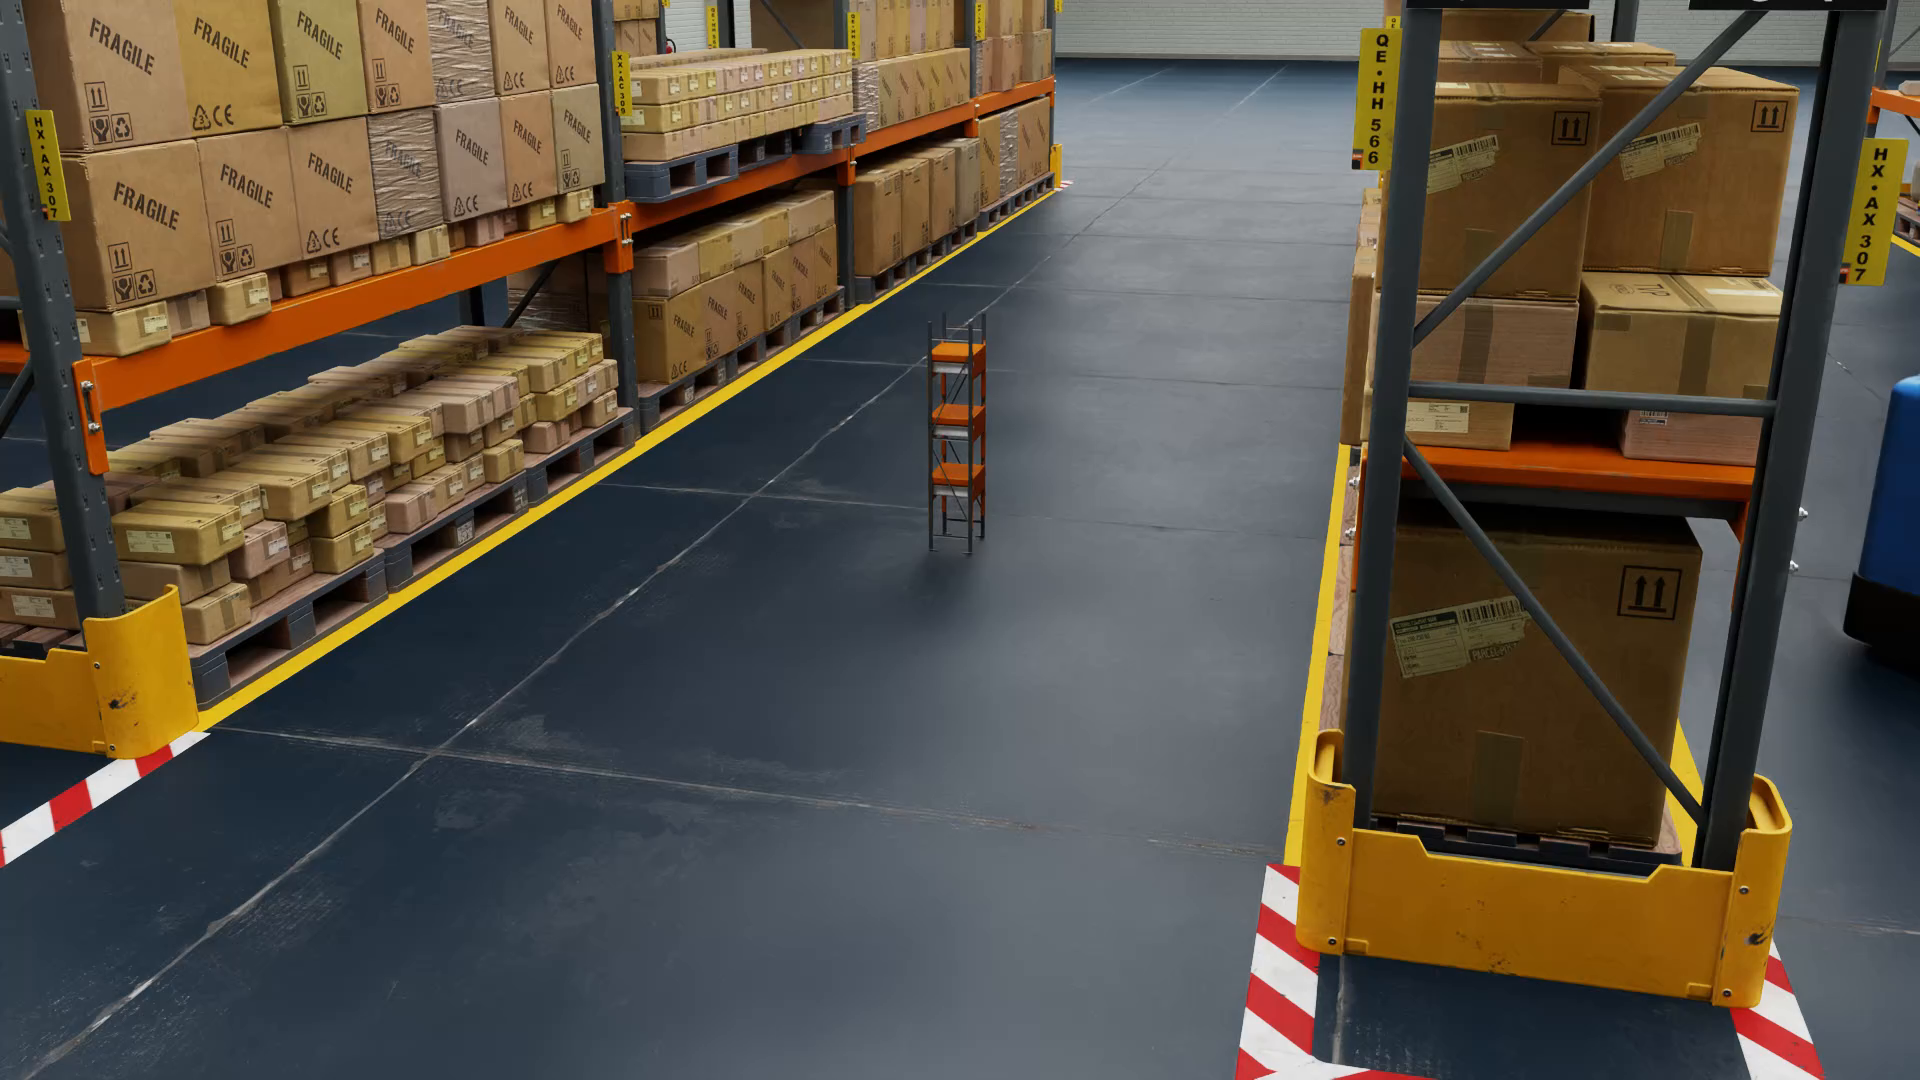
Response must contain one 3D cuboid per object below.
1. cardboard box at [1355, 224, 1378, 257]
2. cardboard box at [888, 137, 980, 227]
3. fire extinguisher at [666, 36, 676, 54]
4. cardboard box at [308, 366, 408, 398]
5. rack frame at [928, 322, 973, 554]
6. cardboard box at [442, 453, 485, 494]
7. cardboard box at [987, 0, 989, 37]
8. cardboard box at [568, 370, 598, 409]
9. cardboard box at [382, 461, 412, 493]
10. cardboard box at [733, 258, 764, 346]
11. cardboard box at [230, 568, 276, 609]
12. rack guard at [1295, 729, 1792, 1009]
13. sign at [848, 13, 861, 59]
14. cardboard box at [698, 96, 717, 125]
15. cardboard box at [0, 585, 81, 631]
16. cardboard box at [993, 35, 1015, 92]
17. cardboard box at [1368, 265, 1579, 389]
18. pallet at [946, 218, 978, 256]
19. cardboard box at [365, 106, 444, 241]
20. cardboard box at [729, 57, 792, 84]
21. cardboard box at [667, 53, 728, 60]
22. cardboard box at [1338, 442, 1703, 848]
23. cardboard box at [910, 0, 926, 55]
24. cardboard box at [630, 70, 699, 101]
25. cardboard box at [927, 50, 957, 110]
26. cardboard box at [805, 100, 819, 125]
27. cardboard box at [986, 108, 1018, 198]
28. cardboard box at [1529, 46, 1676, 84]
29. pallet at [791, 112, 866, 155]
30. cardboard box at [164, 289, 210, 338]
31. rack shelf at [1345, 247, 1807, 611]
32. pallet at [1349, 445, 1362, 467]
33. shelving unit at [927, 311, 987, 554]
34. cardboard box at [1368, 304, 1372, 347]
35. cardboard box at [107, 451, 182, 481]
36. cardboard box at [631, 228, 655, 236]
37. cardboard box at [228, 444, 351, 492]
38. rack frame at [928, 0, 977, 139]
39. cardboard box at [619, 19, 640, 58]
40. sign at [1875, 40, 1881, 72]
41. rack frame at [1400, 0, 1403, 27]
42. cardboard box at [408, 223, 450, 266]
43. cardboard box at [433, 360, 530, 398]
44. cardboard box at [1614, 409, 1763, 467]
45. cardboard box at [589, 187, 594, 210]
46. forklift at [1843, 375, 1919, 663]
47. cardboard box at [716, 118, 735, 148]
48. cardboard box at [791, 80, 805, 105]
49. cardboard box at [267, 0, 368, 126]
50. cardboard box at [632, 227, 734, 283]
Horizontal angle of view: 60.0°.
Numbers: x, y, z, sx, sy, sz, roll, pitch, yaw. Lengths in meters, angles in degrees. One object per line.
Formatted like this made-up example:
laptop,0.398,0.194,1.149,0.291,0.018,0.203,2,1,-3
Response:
cardboard box,2.845,-1.264,9.385,1.225,0.875,0.875,4,19,11
cardboard box,-0.404,-3.452,15.984,1.050,0.750,0.750,5,19,13
fire extinguisher,-3.712,-6.095,21.012,0.296,0.674,0.183,5,19,13
cardboard box,-2.901,-0.730,8.024,0.380,0.149,0.250,5,20,15
rack frame,-0.043,-0.442,7.357,0.200,1.050,0.008,5,19,13
cardboard box,-2.441,-0.311,7.718,0.380,0.149,0.250,5,19,14
cardboard box,-0.195,-5.396,16.942,0.875,0.550,0.550,5,19,13
cardboard box,-2.117,-0.793,8.668,0.380,0.149,0.250,4,19,11
cardboard box,-2.632,-0.308,7.250,0.380,0.149,0.250,6,20,16
cardboard box,-1.614,-1.570,10.860,0.500,0.500,0.500,5,19,14
cardboard box,-2.849,0.165,6.325,0.380,0.149,0.250,5,19,13
rack guard,1.507,0.856,4.409,1.175,0.500,0.348,5,19,13
sign,-0.788,-3.736,12.317,0.100,0.325,0.005,5,19,13
cardboard box,-1.628,-2.482,9.592,0.380,0.149,0.250,5,20,15
cardboard box,-3.345,0.211,6.191,0.380,0.149,0.250,5,19,14
cardboard box,0.097,-5.041,17.574,0.875,0.550,0.550,5,19,13
cardboard box,1.374,-0.577,4.509,0.500,0.250,0.500,4,19,13
pallet,-0.455,-2.952,16.004,1.003,0.211,1.213,5,19,13
cardboard box,-2.537,-1.548,6.963,0.500,0.500,0.500,4,19,12
cardboard box,-1.310,-3.032,10.743,0.380,0.149,0.250,6,20,16
cardboard box,-1.810,-3.254,11.391,0.380,0.149,0.250,4,19,11
cardboard box,1.592,0.265,4.908,0.875,0.875,0.875,5,19,13
cardboard box,-0.703,-4.564,14.707,0.700,0.500,0.500,5,19,14
cardboard box,-1.690,-2.548,9.326,0.380,0.149,0.250,5,20,15
cardboard box,-0.331,-4.224,15.258,0.500,0.500,0.500,4,19,13
cardboard box,-1.181,-2.918,11.330,0.380,0.149,0.250,4,19,13
cardboard box,0.098,-4.187,17.943,0.875,0.875,0.875,5,19,14
cardboard box,2.511,-1.691,6.610,0.500,0.500,0.500,5,19,14
pallet,-1.388,-2.943,11.960,1.213,0.211,1.003,5,19,13
cardboard box,-2.853,-0.798,5.772,0.380,0.149,0.250,5,20,15
rack shelf,2.002,-0.621,5.979,1.077,0.370,4.000,5,19,13
pallet,2.606,-0.517,8.874,1.003,0.211,1.213,5,19,13
shelving unit,-0.013,-0.480,7.469,0.215,1.050,0.252,5,19,13
cardboard box,1.529,-0.674,5.408,0.380,0.149,0.250,4,19,12
cardboard box,-3.331,-0.241,6.592,0.380,0.149,0.250,4,19,12
cardboard box,-2.219,-1.796,10.363,0.500,0.250,0.500,6,20,16
cardboard box,-2.697,-0.276,6.695,0.380,0.149,0.250,4,19,11
rack frame,-0.340,-4.519,16.278,1.000,3.000,0.127,5,19,13
cardboard box,-4.179,-5.972,19.916,0.500,0.500,0.500,5,19,14
sign,9.693,-5.134,17.651,0.100,0.325,0.005,5,19,13
rack frame,3.468,-2.842,11.368,1.000,3.000,0.127,5,19,13
cardboard box,-2.449,-1.289,7.210,0.380,0.149,0.250,5,19,14
cardboard box,-2.346,-0.774,8.154,0.380,0.149,0.250,5,20,15
cardboard box,1.920,-0.301,4.317,0.380,0.149,0.250,5,19,14
cardboard box,-2.137,-1.785,8.662,0.380,0.149,0.250,4,19,13
forklift,4.959,-1.046,6.215,3.031,2.935,1.130,-10,21,-26
cardboard box,-1.563,-2.423,9.879,0.380,0.149,0.250,5,19,14
cardboard box,-1.246,-2.973,11.029,0.380,0.149,0.250,5,19,13
cardboard box,-2.639,-1.859,6.328,0.500,0.500,0.500,4,19,12
cardboard box,-1.730,-1.760,10.258,0.500,0.250,0.500,5,20,15
